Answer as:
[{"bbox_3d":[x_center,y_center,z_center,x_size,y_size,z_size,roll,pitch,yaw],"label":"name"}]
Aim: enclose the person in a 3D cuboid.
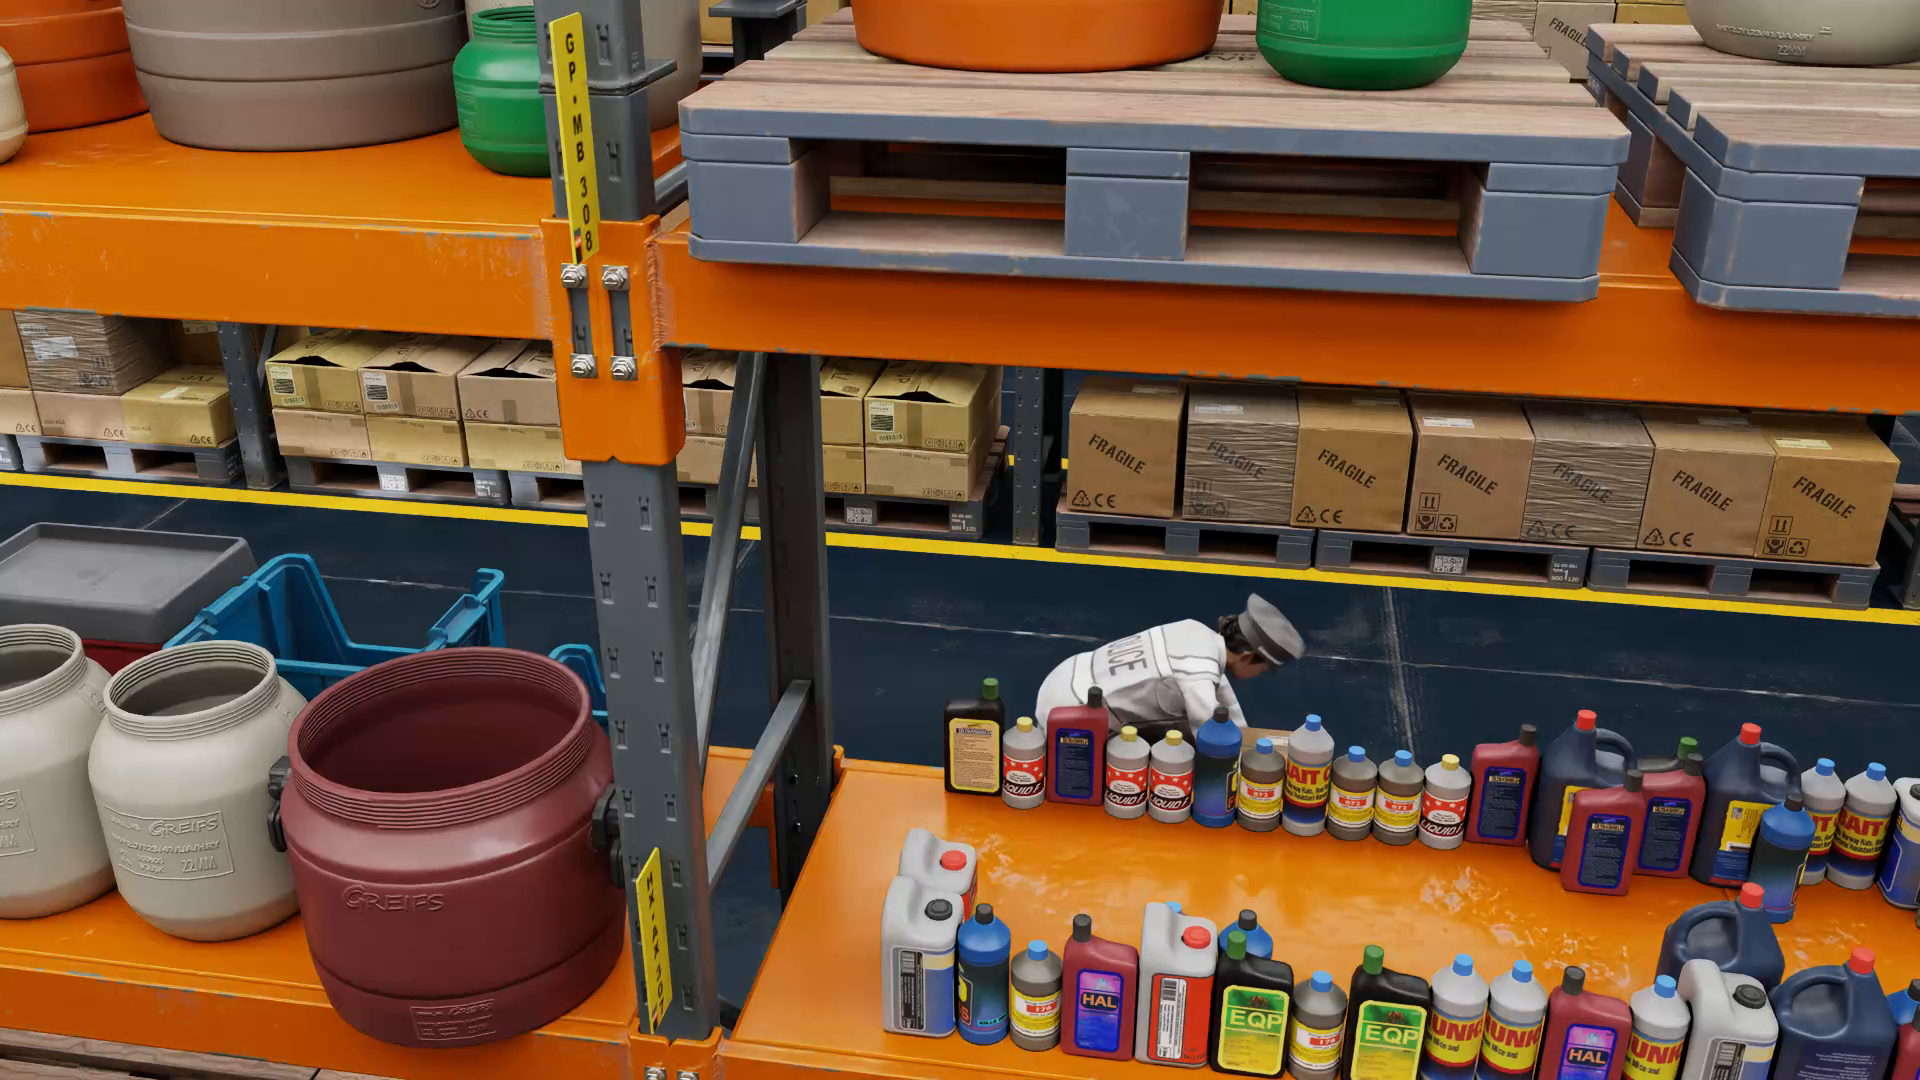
[{"bbox_3d":[0.693,0.640,5.559,0.860,0.980,0.457,3,25,7],"label":"person"}]
